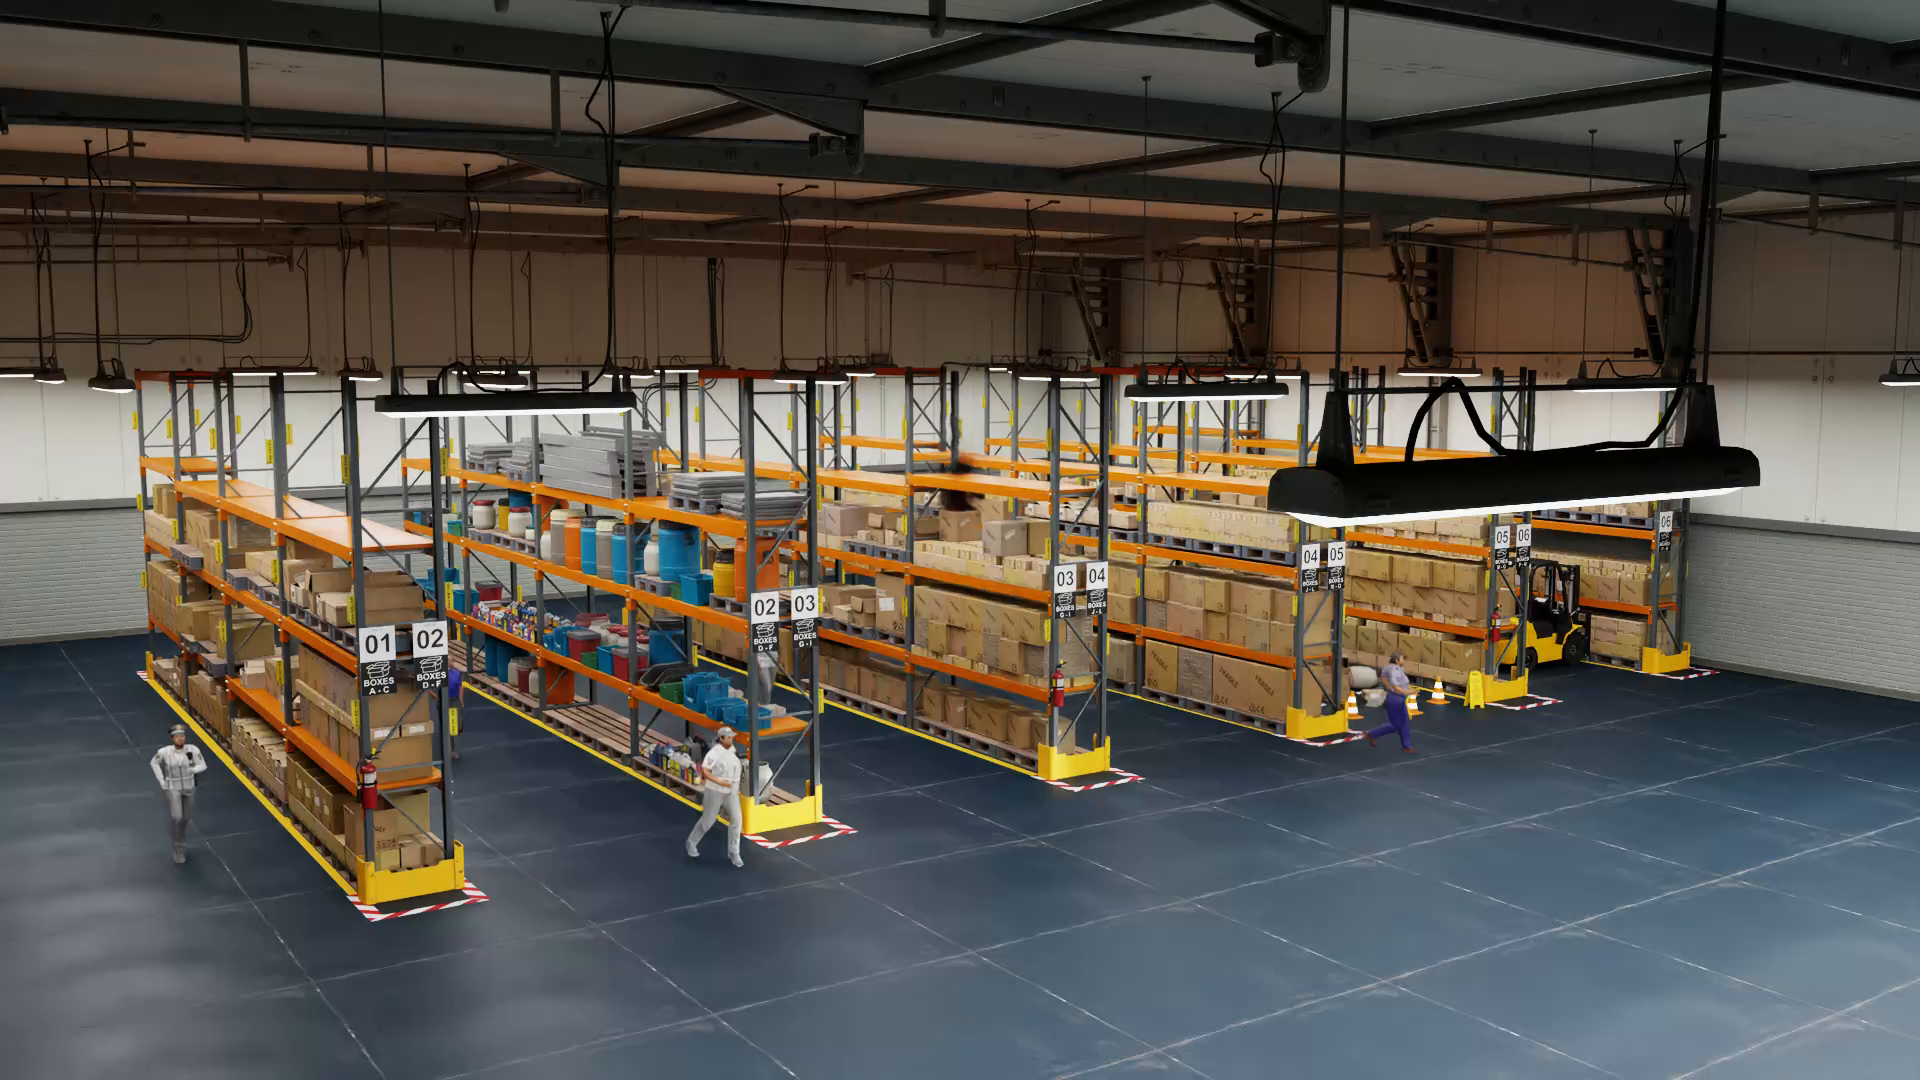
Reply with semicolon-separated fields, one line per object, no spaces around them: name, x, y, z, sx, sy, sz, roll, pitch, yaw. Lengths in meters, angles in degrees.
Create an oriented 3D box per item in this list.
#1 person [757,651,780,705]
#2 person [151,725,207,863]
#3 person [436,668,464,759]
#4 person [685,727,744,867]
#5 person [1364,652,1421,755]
person;-3.373;2.230;29.043;0.411;1.751;0.709;-4;8;-31
person;-9.790;3.152;20.925;0.565;1.742;0.762;-5;8;-38
person;-8.053;2.693;26.091;0.548;1.425;0.525;-6;9;-43
person;-2.957;3.179;20.794;0.812;1.686;0.695;5;8;39
person;6.832;2.570;26.190;0.898;1.652;0.622;1;7;8
